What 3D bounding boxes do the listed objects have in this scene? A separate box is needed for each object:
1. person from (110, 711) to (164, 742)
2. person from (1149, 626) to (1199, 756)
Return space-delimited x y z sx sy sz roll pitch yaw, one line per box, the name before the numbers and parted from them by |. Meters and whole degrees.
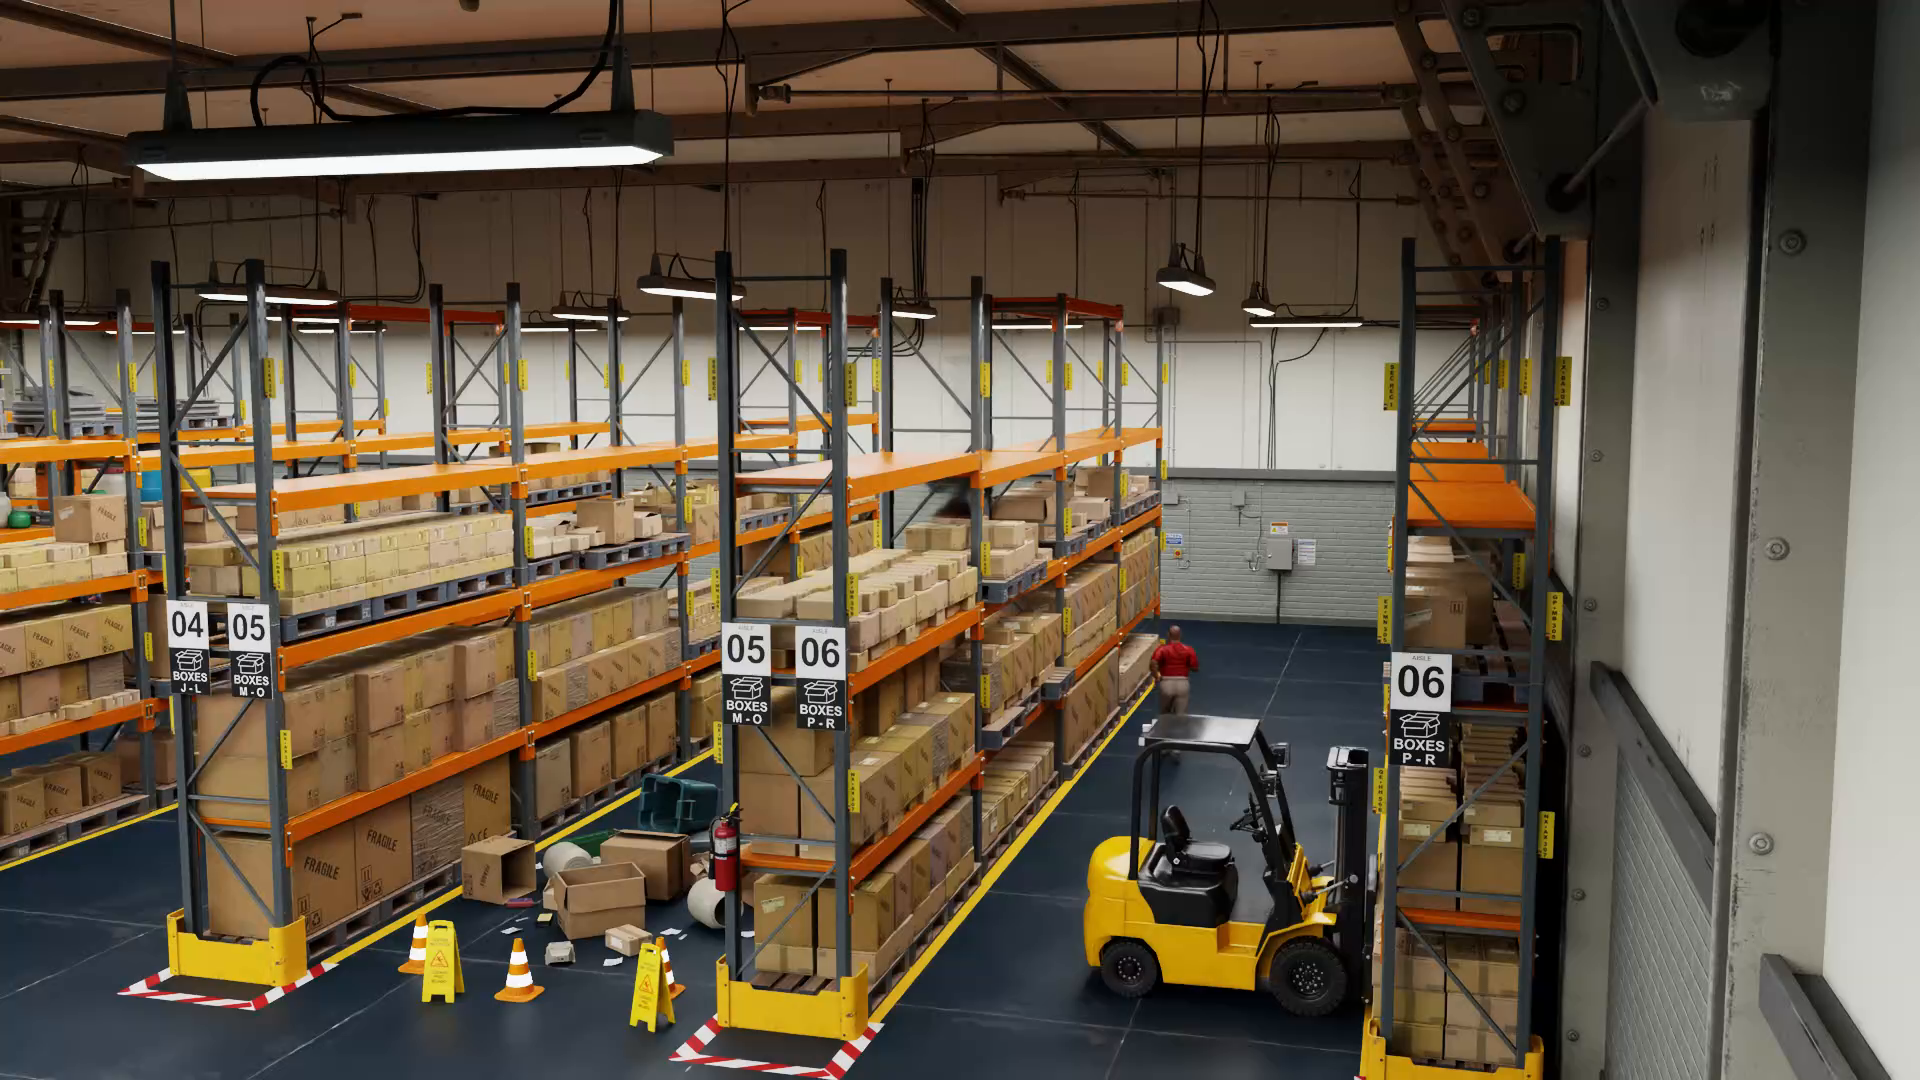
person | -11.475 1.823 23.090 0.657 1.795 0.956 0 6 5
person | 2.807 2.004 21.808 0.642 1.787 0.762 1 6 10
